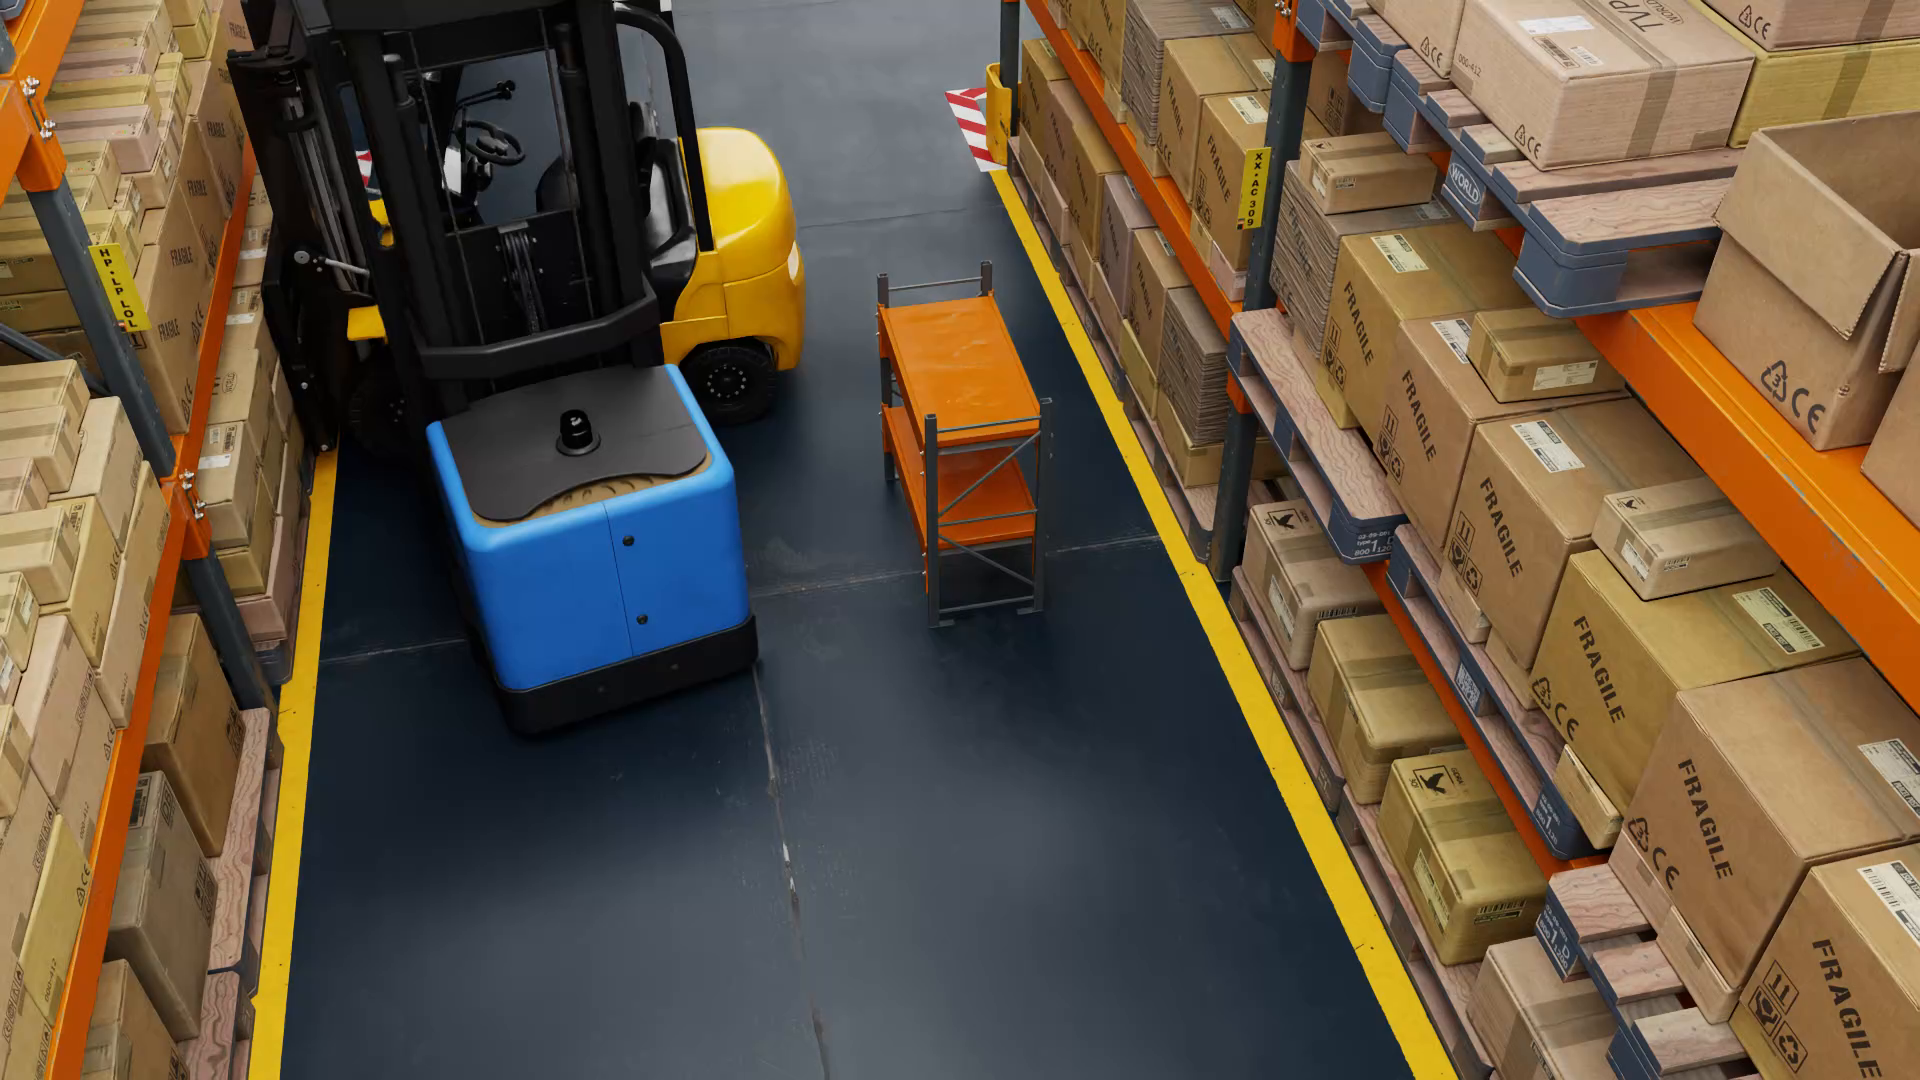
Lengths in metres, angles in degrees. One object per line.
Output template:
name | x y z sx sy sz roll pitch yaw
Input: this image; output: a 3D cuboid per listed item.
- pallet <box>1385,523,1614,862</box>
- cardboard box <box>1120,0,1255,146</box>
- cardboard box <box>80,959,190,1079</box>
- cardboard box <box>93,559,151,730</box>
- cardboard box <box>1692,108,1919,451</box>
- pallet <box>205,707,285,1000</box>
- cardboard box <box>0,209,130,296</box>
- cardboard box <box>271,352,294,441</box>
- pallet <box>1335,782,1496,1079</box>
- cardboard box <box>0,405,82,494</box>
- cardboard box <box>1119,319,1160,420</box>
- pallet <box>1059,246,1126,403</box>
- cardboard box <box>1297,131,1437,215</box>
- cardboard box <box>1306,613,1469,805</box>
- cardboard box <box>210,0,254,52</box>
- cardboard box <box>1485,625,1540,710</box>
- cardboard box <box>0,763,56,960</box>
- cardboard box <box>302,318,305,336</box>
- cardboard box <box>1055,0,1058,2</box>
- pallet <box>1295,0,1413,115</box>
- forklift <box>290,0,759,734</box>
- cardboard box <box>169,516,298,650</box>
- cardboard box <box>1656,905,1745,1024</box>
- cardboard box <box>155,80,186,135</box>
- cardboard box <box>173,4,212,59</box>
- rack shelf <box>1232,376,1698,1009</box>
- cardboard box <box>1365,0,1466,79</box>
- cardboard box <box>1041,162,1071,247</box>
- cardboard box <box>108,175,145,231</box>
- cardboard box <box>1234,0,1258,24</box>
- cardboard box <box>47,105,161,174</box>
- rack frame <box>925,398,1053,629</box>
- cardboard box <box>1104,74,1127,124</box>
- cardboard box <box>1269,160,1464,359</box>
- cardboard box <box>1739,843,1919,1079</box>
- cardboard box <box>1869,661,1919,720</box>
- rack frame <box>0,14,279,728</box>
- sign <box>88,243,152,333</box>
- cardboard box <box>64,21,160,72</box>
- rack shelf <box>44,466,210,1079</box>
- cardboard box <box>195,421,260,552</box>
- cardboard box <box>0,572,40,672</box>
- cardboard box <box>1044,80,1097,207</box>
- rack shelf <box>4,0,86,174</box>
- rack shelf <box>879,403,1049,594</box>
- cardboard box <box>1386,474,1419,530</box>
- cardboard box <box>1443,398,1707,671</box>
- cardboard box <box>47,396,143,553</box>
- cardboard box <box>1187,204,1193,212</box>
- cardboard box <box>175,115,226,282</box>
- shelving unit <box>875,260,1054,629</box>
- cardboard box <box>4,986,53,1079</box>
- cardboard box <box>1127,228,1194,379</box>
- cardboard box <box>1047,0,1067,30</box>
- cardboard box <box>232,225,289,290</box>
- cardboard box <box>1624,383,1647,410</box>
pallet | 1.998 0.349 5.024 1.003 0.211 1.213 -8 42 -9
cardboard box | 1.029 -2.108 7.347 0.500 0.500 0.500 -7 42 -8
cardboard box | -2.796 1.734 4.791 0.875 0.625 0.625 -10 43 -11
cardboard box | -2.766 0.346 4.996 0.500 0.250 0.500 -9 42 -10
cardboard box | 2.108 -0.591 3.600 0.797 0.503 0.637 -8 42 -9
pallet | -3.047 1.190 6.032 1.003 0.211 1.213 -8 42 -9
cardboard box | -3.023 -0.965 5.571 0.380 0.149 0.250 -8 42 -8
cardboard box | -3.255 -0.652 7.385 0.500 0.250 0.500 -9 42 -10
pallet | 2.038 1.301 5.907 1.003 0.211 1.213 -8 42 -9
cardboard box | -2.880 -0.250 4.990 0.380 0.149 0.250 -9 42 -10
cardboard box | 1.087 -0.856 7.991 0.500 0.250 0.500 -9 42 -10
pallet | 1.155 -1.218 8.745 1.003 0.211 1.213 -8 42 -9
cardboard box | 1.358 -1.231 5.555 0.380 0.149 0.250 -9 42 -9
cardboard box | 1.876 0.592 6.268 0.950 0.372 0.625 -6 42 -7
cardboard box | -3.642 -2.336 7.828 0.500 0.500 0.500 -7 42 -8
cardboard box | 1.753 0.320 4.785 0.380 0.149 0.250 -10 42 -11
cardboard box | -2.575 0.820 4.084 0.500 0.250 0.500 -8 42 -9
cardboard box | -3.366 -0.804 7.933 0.500 0.250 0.500 -7 42 -8
cardboard box | 0.685 -3.098 8.463 0.500 0.500 0.500 -7 42 -8
pallet | 1.631 -1.675 5.041 1.213 0.211 1.003 -8 42 -9
forklift | -1.898 -1.313 6.803 1.130 2.935 3.031 -17 44 -18
cardboard box | -3.025 0.185 6.818 0.500 0.250 0.500 -8 42 -9
cardboard box | 1.938 0.992 4.027 0.380 0.149 0.250 -9 42 -10
cardboard box | -3.304 -1.683 6.604 0.380 0.149 0.250 -10 42 -11
cardboard box | -3.458 -2.185 7.170 0.380 0.149 0.250 -8 42 -9
rack shelf | 2.033 0.527 5.220 1.077 0.370 4.000 -8 42 -9
cardboard box | 1.447 -1.496 4.495 0.500 0.250 0.500 -9 42 -10
cardboard box | 0.745 -1.866 9.129 0.500 0.250 0.500 -7 42 -8
cardboard box | -3.197 -1.182 6.039 0.380 0.149 0.250 -8 42 -9
cardboard box | 1.548 -2.541 7.082 0.700 0.500 0.500 -9 42 -10
cardboard box | -3.187 -1.467 6.137 0.380 0.149 0.250 -7 42 -8
rack frame | 0.111 -0.087 6.782 0.500 1.125 0.032 -8 42 -9
cardboard box | 0.895 -2.099 7.826 0.380 0.149 0.250 -8 42 -9
cardboard box | 1.423 -0.999 5.782 0.500 0.500 0.500 -7 42 -8
cardboard box | 2.095 0.994 3.537 0.500 0.500 0.500 -9 42 -11
cardboard box | 2.474 0.587 3.995 0.500 0.500 0.500 -6 42 -7
rack frame | -3.244 -0.325 5.638 1.000 3.000 0.127 -8 42 -9
sign | -2.716 -0.812 5.375 0.100 0.325 0.005 -8 42 -9
cardboard box | -3.450 -1.948 6.679 0.380 0.149 0.250 -8 42 -9
rack shelf | -2.813 1.241 4.416 1.077 0.370 4.000 -8 42 -9
cardboard box | -3.042 -0.186 6.483 0.500 0.250 0.500 -9 42 -10
cardboard box | -2.697 0.246 4.431 0.380 0.149 0.250 -9 42 -10
cardboard box | 0.765 -2.124 8.855 0.500 0.500 0.500 -10 43 -11
rack shelf | -3.676 -2.474 6.342 1.077 0.370 4.000 -8 42 -9
rack shelf | 0.001 -0.233 7.316 0.538 0.278 1.000 -8 42 -9
cardboard box | 1.608 -0.189 5.358 0.380 0.149 0.250 -8 42 -9
cardboard box | 1.746 -0.021 4.680 0.500 0.500 0.500 -10 43 -11
cardboard box | -2.889 -0.174 5.205 0.500 0.250 0.500 -9 42 -10
cardboard box | 1.194 -1.450 7.095 0.380 0.149 0.250 -8 42 -9
cardboard box | -3.324 -1.351 6.718 0.500 0.500 0.500 -9 42 -10
shelving unit | 0.001 -0.416 7.153 0.538 1.125 1.048 -8 42 -9
cardboard box | -2.460 1.342 3.874 0.500 0.250 0.500 -10 42 -11
cardboard box | 1.100 -1.122 7.726 0.500 0.500 0.500 -8 42 -9
cardboard box | 0.666 -2.771 8.583 0.380 0.149 0.250 -8 42 -9
cardboard box | -3.367 -1.181 7.605 0.500 0.250 0.500 -9 42 -10
cardboard box | 2.139 -0.421 5.131 0.500 0.500 0.500 -7 42 -8
